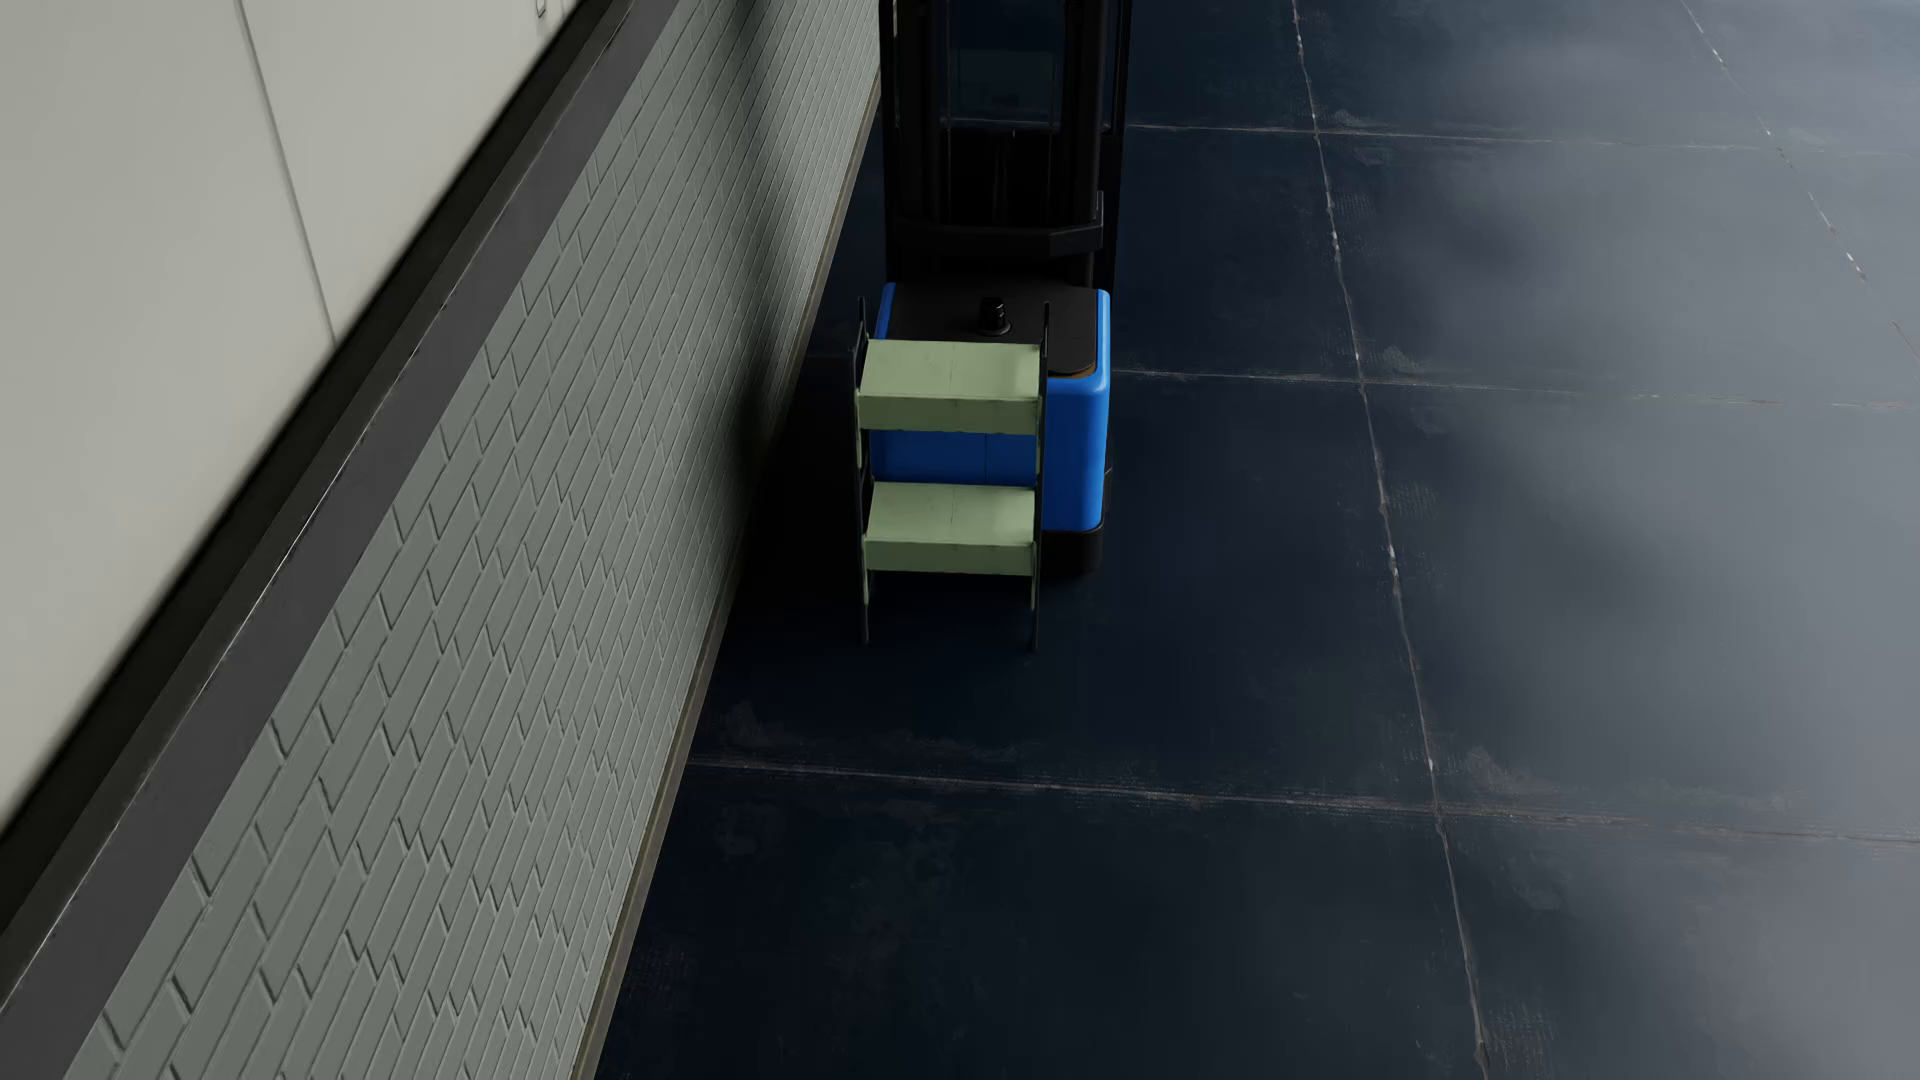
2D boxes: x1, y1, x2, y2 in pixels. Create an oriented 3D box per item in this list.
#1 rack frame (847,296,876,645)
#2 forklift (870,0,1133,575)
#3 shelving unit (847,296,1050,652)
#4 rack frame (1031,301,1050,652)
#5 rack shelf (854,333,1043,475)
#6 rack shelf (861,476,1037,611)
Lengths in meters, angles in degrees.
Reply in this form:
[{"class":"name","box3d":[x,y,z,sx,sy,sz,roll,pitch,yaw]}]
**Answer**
[{"class":"rack frame","box3d":[-0.401,-0.255,6.875,0.023,1.500,0.400,2,39,3]},{"class":"forklift","box3d":[0.211,-1.896,7.757,1.130,2.935,3.031,2,39,3]},{"class":"shelving unit","box3d":[-0.035,-0.241,6.858,0.755,1.500,0.431,2,39,3]},{"class":"rack frame","box3d":[0.330,-0.228,6.842,0.023,1.500,0.400,2,39,3]},{"class":"rack shelf","box3d":[-0.035,-0.544,6.612,0.720,0.370,0.431,2,39,3]},{"class":"rack shelf","box3d":[-0.035,0.012,7.064,0.720,0.370,0.431,2,39,3]}]
